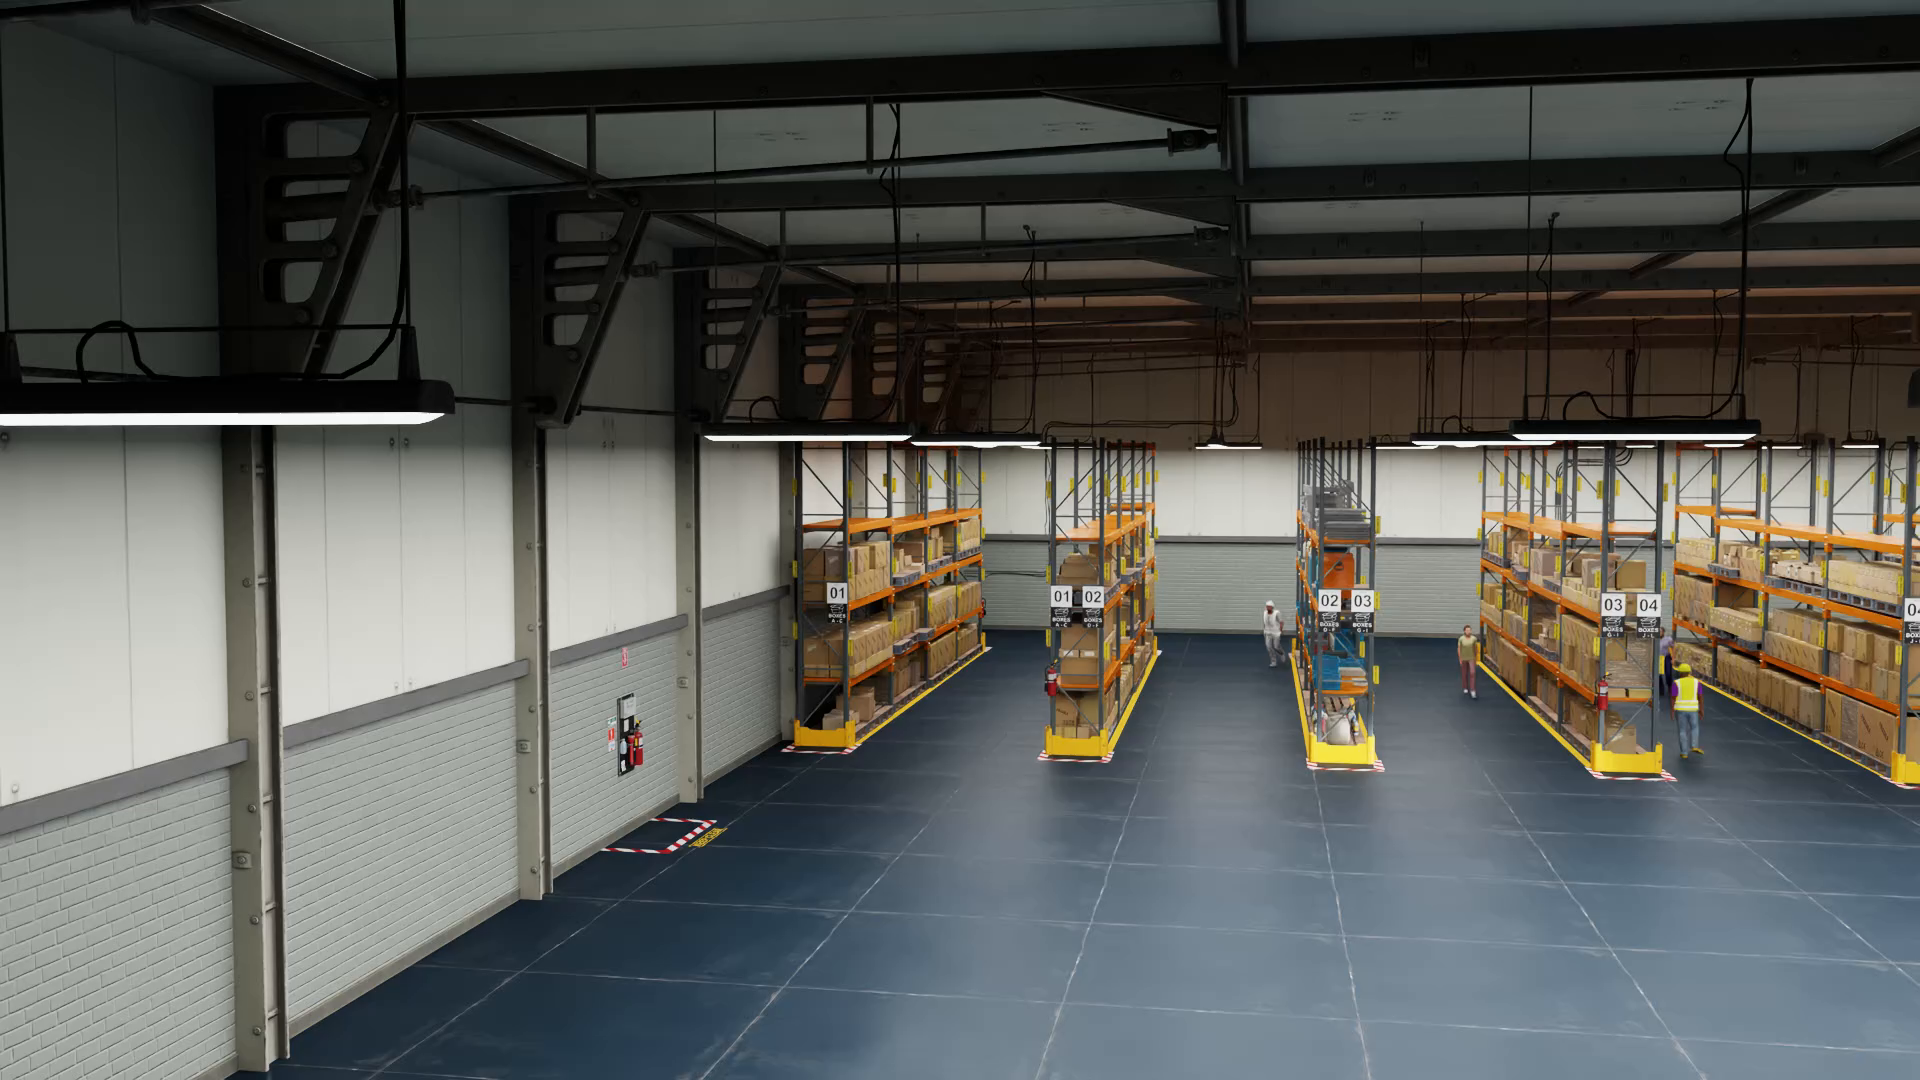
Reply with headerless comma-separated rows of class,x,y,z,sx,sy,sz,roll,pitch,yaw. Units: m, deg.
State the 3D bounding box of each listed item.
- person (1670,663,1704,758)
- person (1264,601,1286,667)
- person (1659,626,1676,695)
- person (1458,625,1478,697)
person,13.589,3.201,31.079,0.602,1.759,0.534,1,3,14
person,8.411,2.495,44.498,0.597,1.756,0.648,2,4,32
person,16.613,2.838,39.297,0.553,1.631,0.499,2,3,29
person,11.919,2.814,39.051,0.461,1.633,0.906,1,3,20
